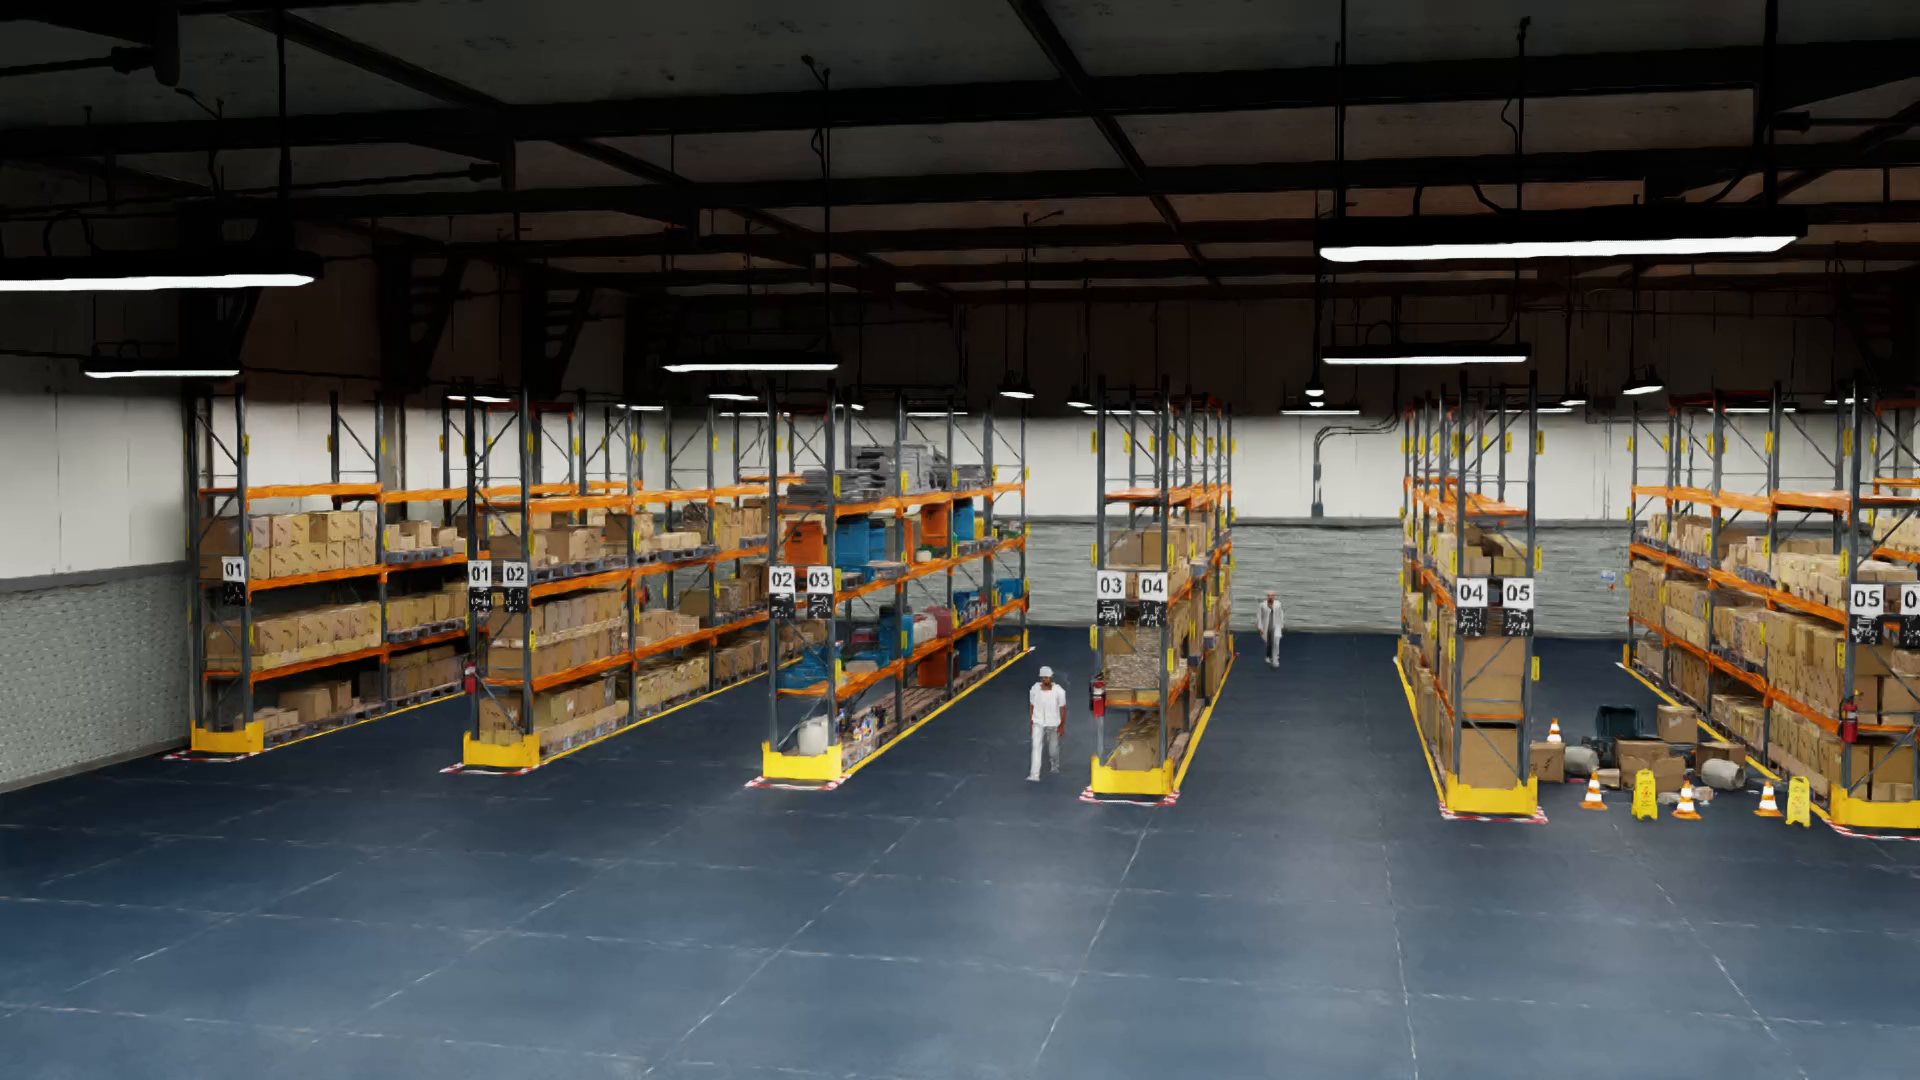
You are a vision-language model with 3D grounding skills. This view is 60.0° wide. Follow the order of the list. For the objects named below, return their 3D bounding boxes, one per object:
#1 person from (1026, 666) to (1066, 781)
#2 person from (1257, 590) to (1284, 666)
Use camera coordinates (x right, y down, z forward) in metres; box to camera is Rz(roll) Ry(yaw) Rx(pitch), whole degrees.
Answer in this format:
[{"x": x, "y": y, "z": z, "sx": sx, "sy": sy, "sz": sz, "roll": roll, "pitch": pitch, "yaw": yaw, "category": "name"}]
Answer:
[{"x": 1.301, "y": 2.719, "z": 24.876, "sx": 0.577, "sy": 1.687, "sz": 1.116, "roll": 1, "pitch": 3, "yaw": 12, "category": "person"}, {"x": 7.034, "y": 1.957, "z": 37.676, "sx": 0.598, "sy": 1.650, "sz": 1.189, "roll": 1, "pitch": 3, "yaw": 14, "category": "person"}]
